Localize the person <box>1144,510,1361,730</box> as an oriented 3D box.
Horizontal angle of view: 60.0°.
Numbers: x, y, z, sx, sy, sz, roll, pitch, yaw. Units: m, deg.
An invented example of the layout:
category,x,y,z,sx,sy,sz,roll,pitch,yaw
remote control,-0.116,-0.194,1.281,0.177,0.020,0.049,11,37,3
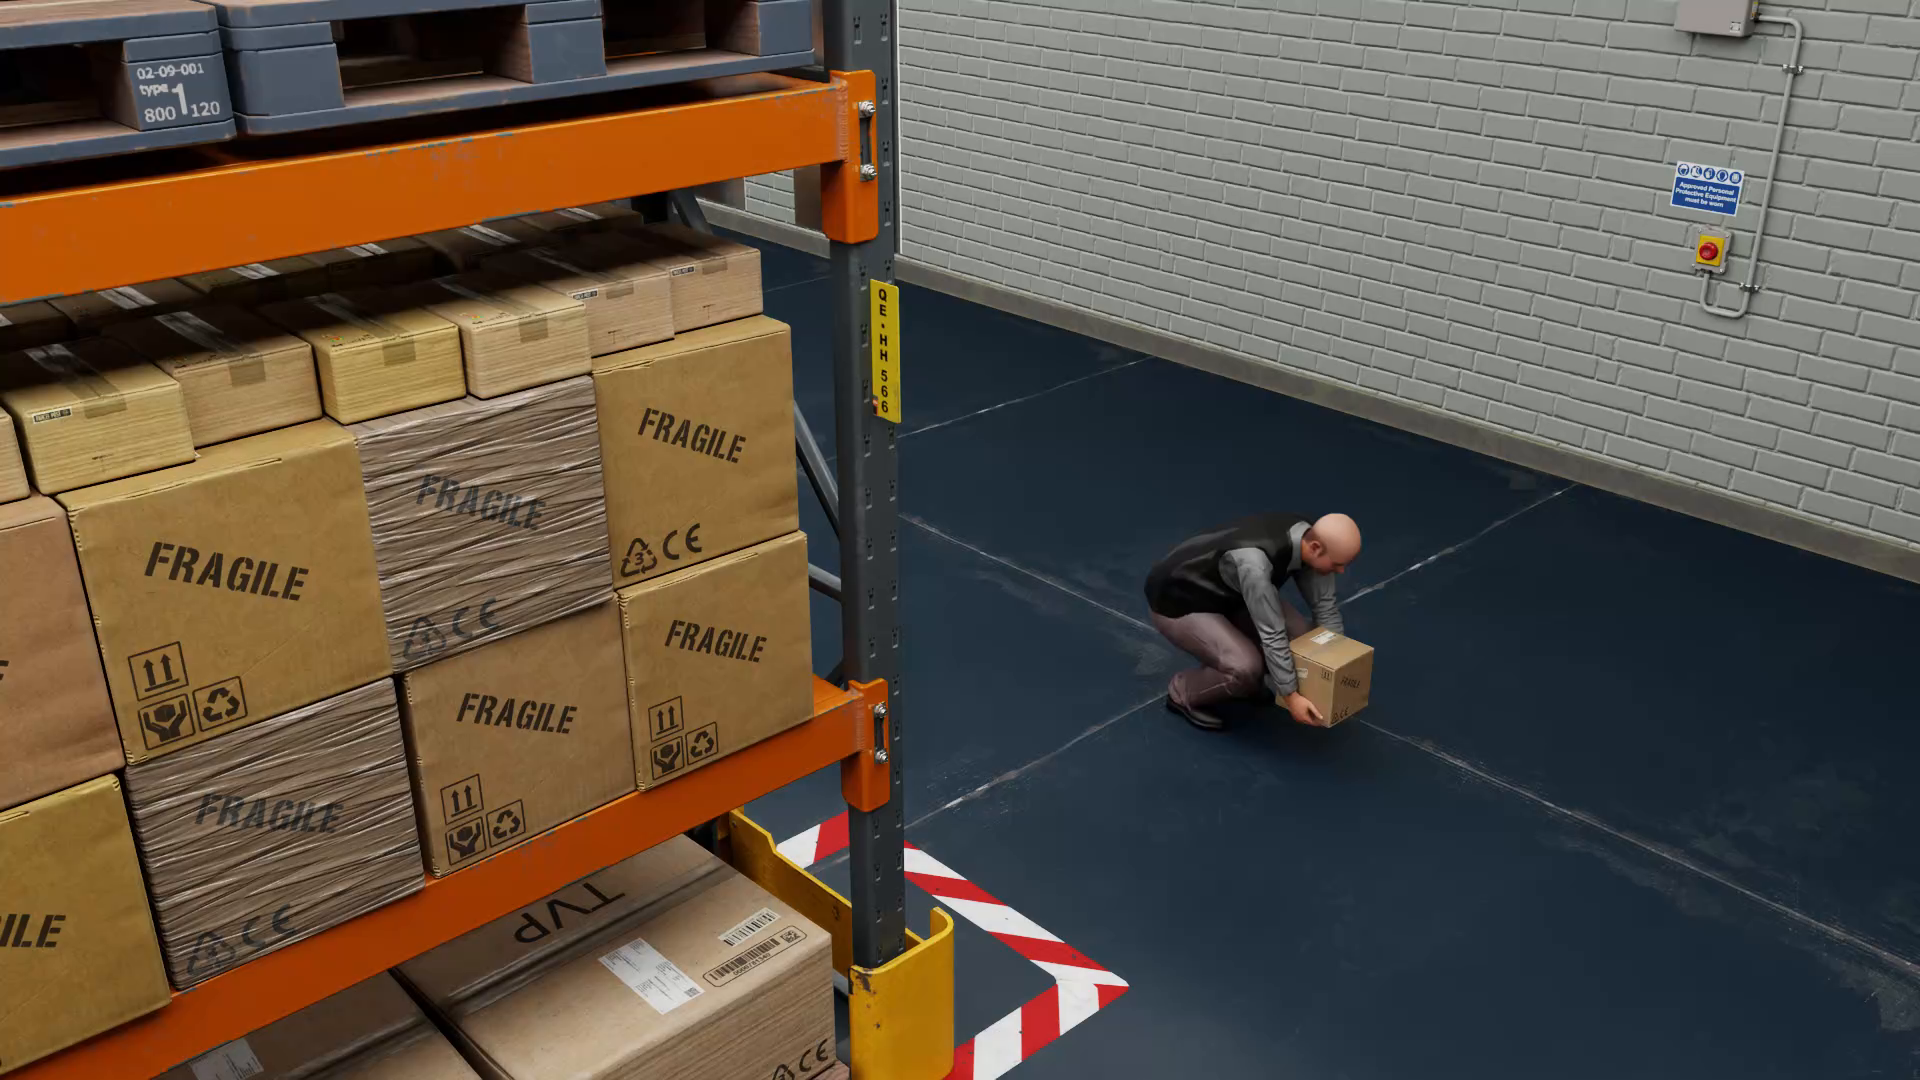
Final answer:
category,x,y,z,sx,sy,sz,roll,pitch,yaw
person,1.152,0.274,6.462,0.517,0.966,0.889,-22,32,-40
